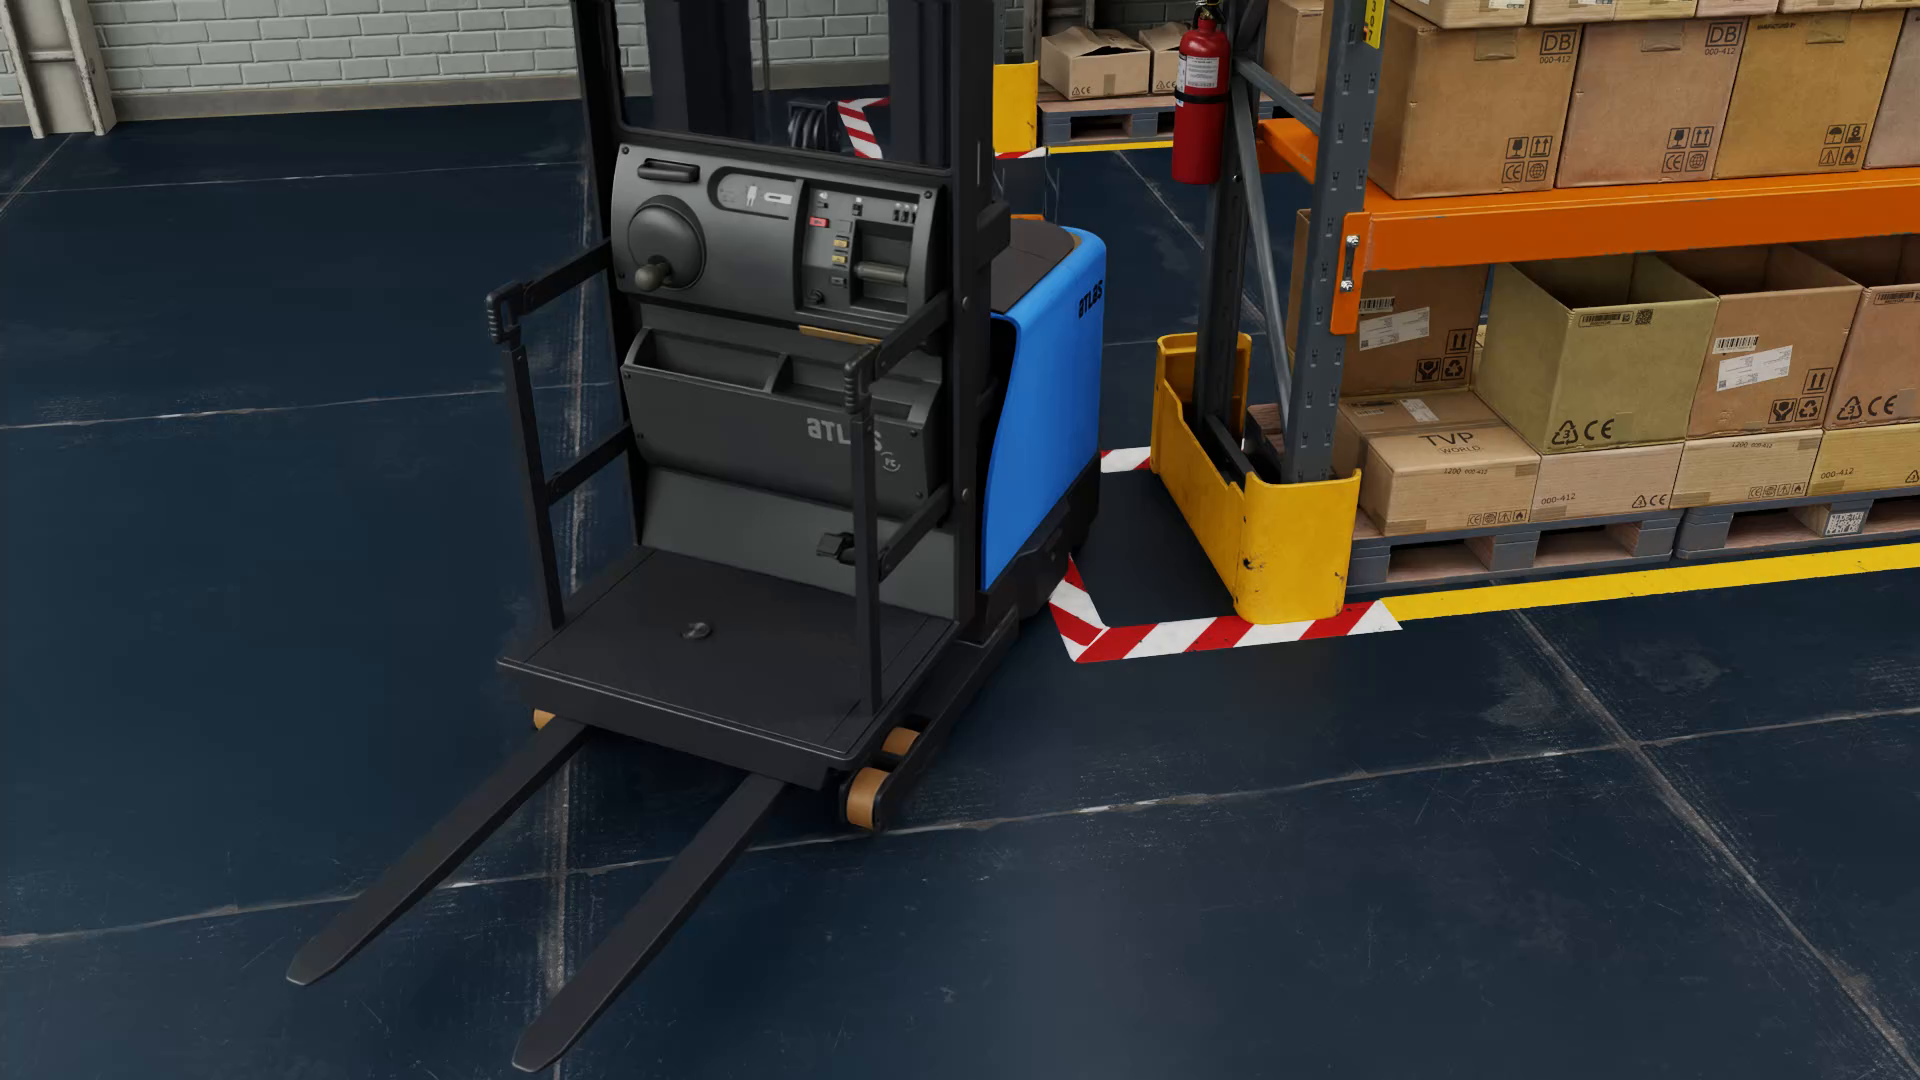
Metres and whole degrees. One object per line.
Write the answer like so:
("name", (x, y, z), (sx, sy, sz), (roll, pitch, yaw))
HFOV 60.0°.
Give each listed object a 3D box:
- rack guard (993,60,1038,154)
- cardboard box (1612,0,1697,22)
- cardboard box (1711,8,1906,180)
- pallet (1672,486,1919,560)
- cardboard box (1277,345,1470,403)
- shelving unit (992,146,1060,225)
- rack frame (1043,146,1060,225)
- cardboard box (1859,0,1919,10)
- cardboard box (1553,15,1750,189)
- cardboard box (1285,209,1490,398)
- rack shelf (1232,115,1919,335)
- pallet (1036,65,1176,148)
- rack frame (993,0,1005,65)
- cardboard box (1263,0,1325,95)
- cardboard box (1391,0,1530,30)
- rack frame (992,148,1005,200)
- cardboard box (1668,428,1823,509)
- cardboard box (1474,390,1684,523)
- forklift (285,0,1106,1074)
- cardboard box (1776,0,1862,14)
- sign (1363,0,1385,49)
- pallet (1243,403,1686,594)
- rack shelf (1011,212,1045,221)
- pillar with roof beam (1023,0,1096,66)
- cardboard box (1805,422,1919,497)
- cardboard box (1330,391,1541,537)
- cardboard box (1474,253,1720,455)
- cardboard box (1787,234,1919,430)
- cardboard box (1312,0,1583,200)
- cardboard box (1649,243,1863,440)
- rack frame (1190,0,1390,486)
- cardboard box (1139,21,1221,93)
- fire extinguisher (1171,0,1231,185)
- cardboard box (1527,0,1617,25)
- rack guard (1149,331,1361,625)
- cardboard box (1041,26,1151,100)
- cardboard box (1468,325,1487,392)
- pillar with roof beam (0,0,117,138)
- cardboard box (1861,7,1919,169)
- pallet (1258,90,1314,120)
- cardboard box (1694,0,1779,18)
("rack guard", (0.175, -2.725, 9.892), (0.348, 0.500, 1.175), (-5, 31, -9))
("cardboard box", (1.926, -1.625, 4.816), (0.250, 0.149, 0.380), (-5, 31, -9))
("cardboard box", (2.463, -1.499, 5.241), (0.500, 0.500, 0.700), (-5, 31, -9))
("pallet", (2.939, -0.325, 6.094), (1.213, 0.211, 1.003), (-5, 31, -9))
("cardboard box", (1.471, -0.519, 5.971), (0.500, 0.250, 0.500), (-5, 31, -9))
("shelving unit", (0.208, -0.757, 5.850), (0.189, 1.200, 0.258), (-3, 31, -7))
("rack frame", (0.299, -0.762, 5.862), (0.006, 1.200, 0.240), (-3, 31, -7))
("cardboard box", (2.688, -1.696, 4.937), (0.250, 0.149, 0.380), (-6, 31, -10))
("cardboard box", (1.974, -1.456, 5.169), (0.500, 0.500, 0.700), (-5, 31, -8))
("cardboard box", (1.471, -0.843, 5.783), (0.500, 0.500, 0.500), (-5, 31, -9))
("rack shelf", (2.964, -1.199, 5.540), (4.000, 0.370, 1.077), (-5, 31, -9))
("pallet", (0.981, -2.658, 10.061), (1.213, 0.211, 1.003), (-5, 31, -9))
("rack frame", (0.101, -3.796, 9.247), (0.127, 3.000, 1.000), (-5, 31, -9))
("cardboard box", (2.089, -3.021, 9.960), (0.500, 0.500, 0.700), (-7, 31, -12))
("cardboard box", (1.421, -1.578, 4.735), (0.250, 0.149, 0.380), (-6, 31, -9))
("rack frame", (0.117, -0.753, 5.839), (0.006, 1.200, 0.240), (-3, 31, -7))
("cardboard box", (2.547, -0.353, 5.690), (0.500, 0.250, 0.500), (-5, 31, -9))
("cardboard box", (2.055, -0.308, 5.613), (0.500, 0.250, 0.500), (-5, 31, -9))
("forklift", (-0.575, -0.739, 4.115), (1.130, 2.935, 3.031), (13, 33, 20))
("cardboard box", (2.437, -1.673, 4.897), (0.250, 0.149, 0.380), (-6, 31, -11))
("sign", (1.091, -1.457, 4.336), (0.005, 0.325, 0.100), (-5, 31, -9))
("pallet", (1.741, -0.215, 5.908), (1.213, 0.211, 1.003), (-5, 31, -9))
("rack shelf", (0.214, -1.030, 5.691), (0.180, 0.103, 0.258), (-3, 31, -7))
("pillar with roof beam", (1.409, -4.731, 4.918), (0.400, 9.000, 9.100), (-5, 31, -9))
("cardboard box", (3.040, -0.397, 5.763), (0.500, 0.250, 0.500), (-5, 31, -9))
("cardboard box", (1.564, -0.260, 5.532), (0.500, 0.250, 0.500), (-5, 31, -9))
("cardboard box", (2.056, -0.630, 5.421), (0.500, 0.500, 0.500), (-5, 31, -9))
("cardboard box", (3.040, -0.719, 5.572), (0.500, 0.500, 0.500), (-5, 31, -9))
("cardboard box", (1.458, -1.406, 5.083), (0.500, 0.500, 0.700), (-5, 31, -9))
("cardboard box", (2.545, -0.682, 5.510), (0.500, 0.500, 0.500), (-5, 31, -9))
("rack frame", (0.997, -1.327, 5.047), (0.127, 3.000, 1.000), (-5, 31, -9))
("cardboard box", (1.358, -2.897, 9.936), (0.500, 0.311, 0.500), (-3, 31, -5))
("fire extinguisher", (0.797, -1.514, 5.442), (0.183, 0.674, 0.296), (-5, 31, -9))
("cardboard box", (1.681, -1.603, 4.779), (0.250, 0.149, 0.380), (-6, 31, -10))
("rack guard", (0.973, -0.247, 5.677), (0.348, 0.500, 1.175), (-5, 31, -9))
("cardboard box", (0.797, -2.845, 9.848), (0.500, 0.311, 0.500), (-9, 32, -15))
("cardboard box", (1.961, -0.570, 6.059), (0.500, 0.250, 0.500), (-5, 31, -9))
("pillar with roof beam", (-4.493, -4.183, 3.986), (0.400, 9.000, 9.100), (-5, 31, -9))
("cardboard box", (2.980, -1.549, 5.326), (0.500, 0.500, 0.700), (-4, 31, -7))
("pallet", (2.178, -2.767, 10.248), (1.213, 0.211, 1.003), (-5, 31, -9))
("cardboard box", (2.175, -1.647, 4.853), (0.250, 0.149, 0.380), (-6, 31, -10))
